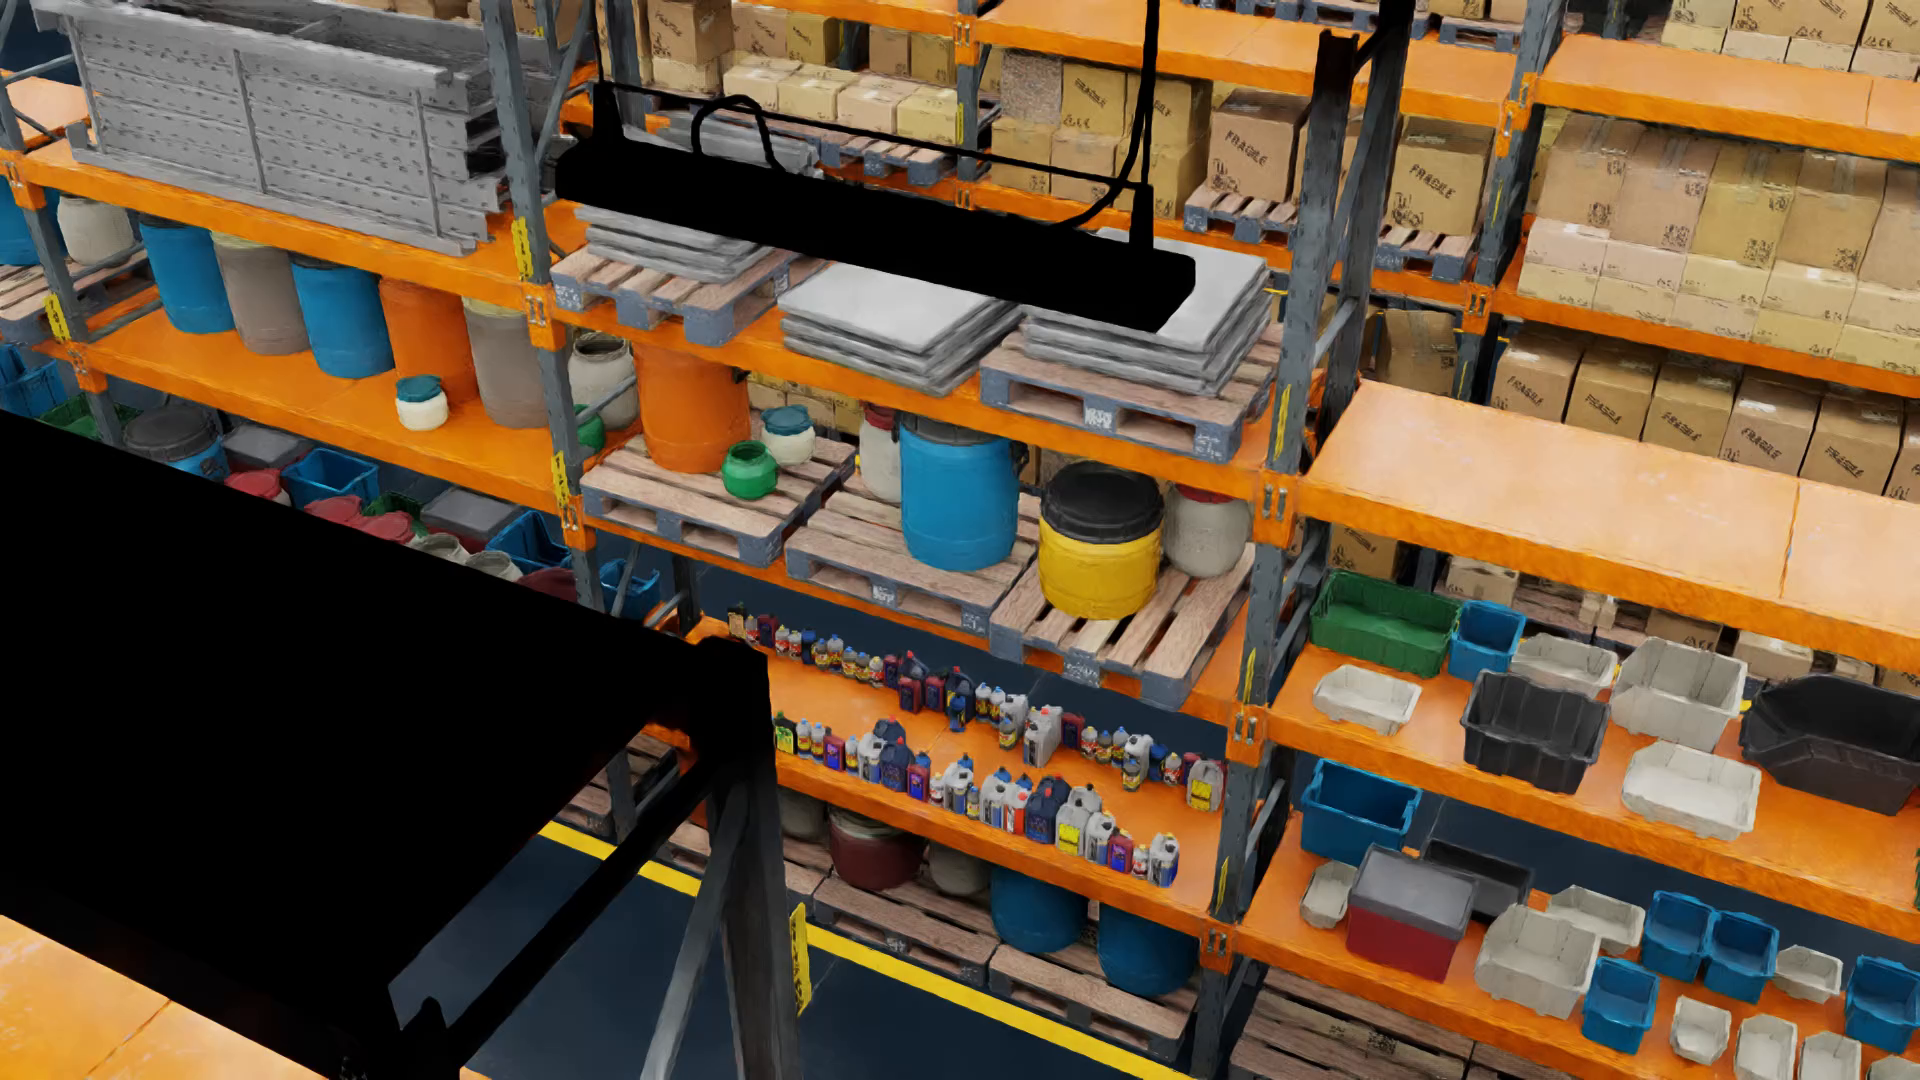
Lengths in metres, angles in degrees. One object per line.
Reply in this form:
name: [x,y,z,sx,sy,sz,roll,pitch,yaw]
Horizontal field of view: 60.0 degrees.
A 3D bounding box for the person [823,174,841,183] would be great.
person: [-1.338,-3.077,16.818,0.534,1.674,0.677,15,38,21]
